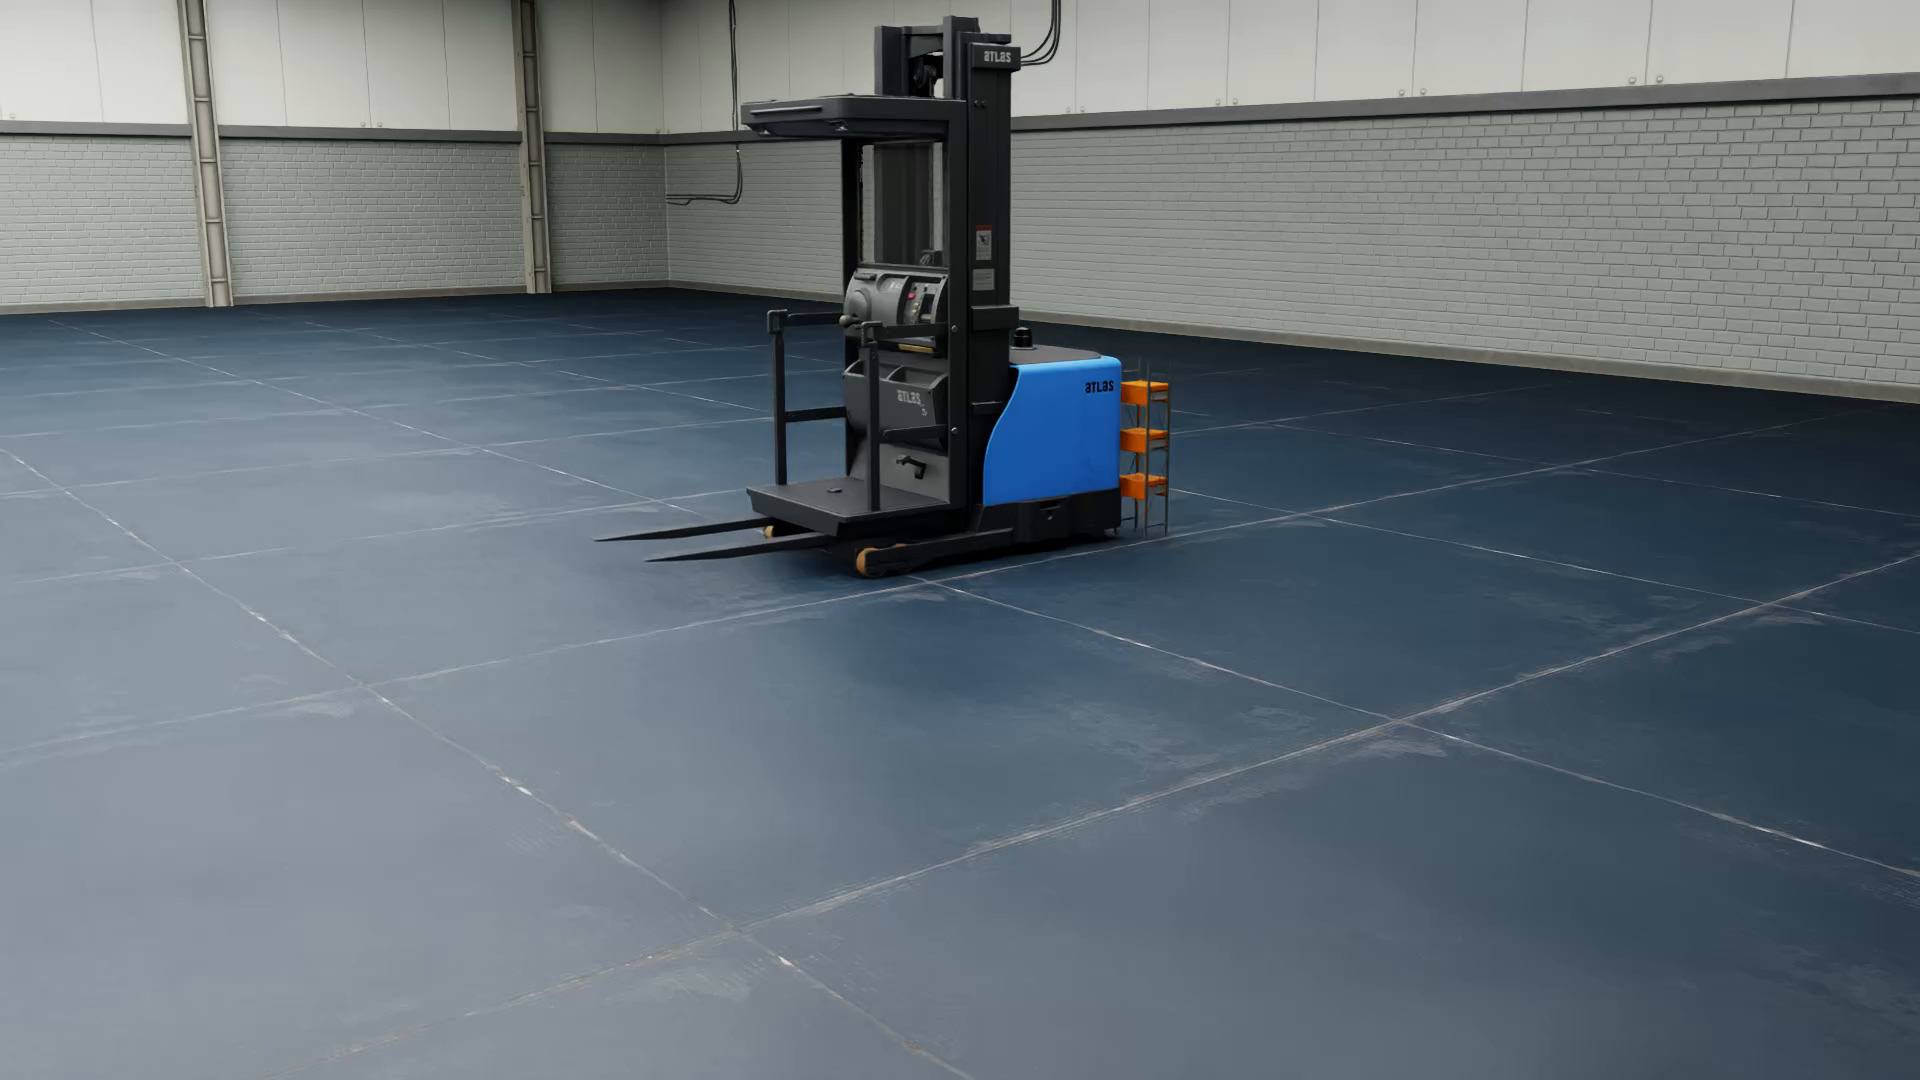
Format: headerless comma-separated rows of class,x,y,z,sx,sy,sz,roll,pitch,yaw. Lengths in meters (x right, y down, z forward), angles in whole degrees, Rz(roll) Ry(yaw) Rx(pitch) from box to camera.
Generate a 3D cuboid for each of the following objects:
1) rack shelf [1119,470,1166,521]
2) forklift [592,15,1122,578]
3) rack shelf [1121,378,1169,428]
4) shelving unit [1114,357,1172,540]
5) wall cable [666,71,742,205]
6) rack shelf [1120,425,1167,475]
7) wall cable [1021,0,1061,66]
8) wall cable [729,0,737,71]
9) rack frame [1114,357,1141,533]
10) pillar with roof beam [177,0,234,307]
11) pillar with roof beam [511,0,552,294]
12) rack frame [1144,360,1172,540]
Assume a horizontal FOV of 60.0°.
rack shelf,1.089,-0.267,9.976,0.215,0.259,0.240,-10,16,-40
forklift,-0.533,-1.352,9.170,3.031,2.935,1.130,-9,15,-35
rack shelf,1.089,-0.816,9.859,0.215,0.259,0.240,-10,16,-40
shelving unit,1.089,-0.549,9.916,0.215,1.050,0.252,-10,16,-40
wall cable,-5.197,-7.940,33.062,0.112,2.526,3.097,-9,15,-38
rack shelf,1.089,-0.538,9.918,0.215,0.259,0.240,-10,16,-40
wall cable,0.721,-9.580,25.125,0.169,6.003,2.305,-9,15,-38
wall cable,-3.507,-9.972,30.471,0.112,2.526,3.097,-9,15,-38
rack frame,1.009,-0.568,10.006,0.200,1.050,0.008,-10,16,-40
pillar with roof beam,-10.320,-7.814,24.994,0.400,9.000,9.100,-9,15,-38
pillar with roof beam,-5.635,-8.593,28.661,0.400,9.000,9.100,-9,15,-38
rack frame,1.169,-0.530,9.826,0.200,1.050,0.008,-10,16,-40
